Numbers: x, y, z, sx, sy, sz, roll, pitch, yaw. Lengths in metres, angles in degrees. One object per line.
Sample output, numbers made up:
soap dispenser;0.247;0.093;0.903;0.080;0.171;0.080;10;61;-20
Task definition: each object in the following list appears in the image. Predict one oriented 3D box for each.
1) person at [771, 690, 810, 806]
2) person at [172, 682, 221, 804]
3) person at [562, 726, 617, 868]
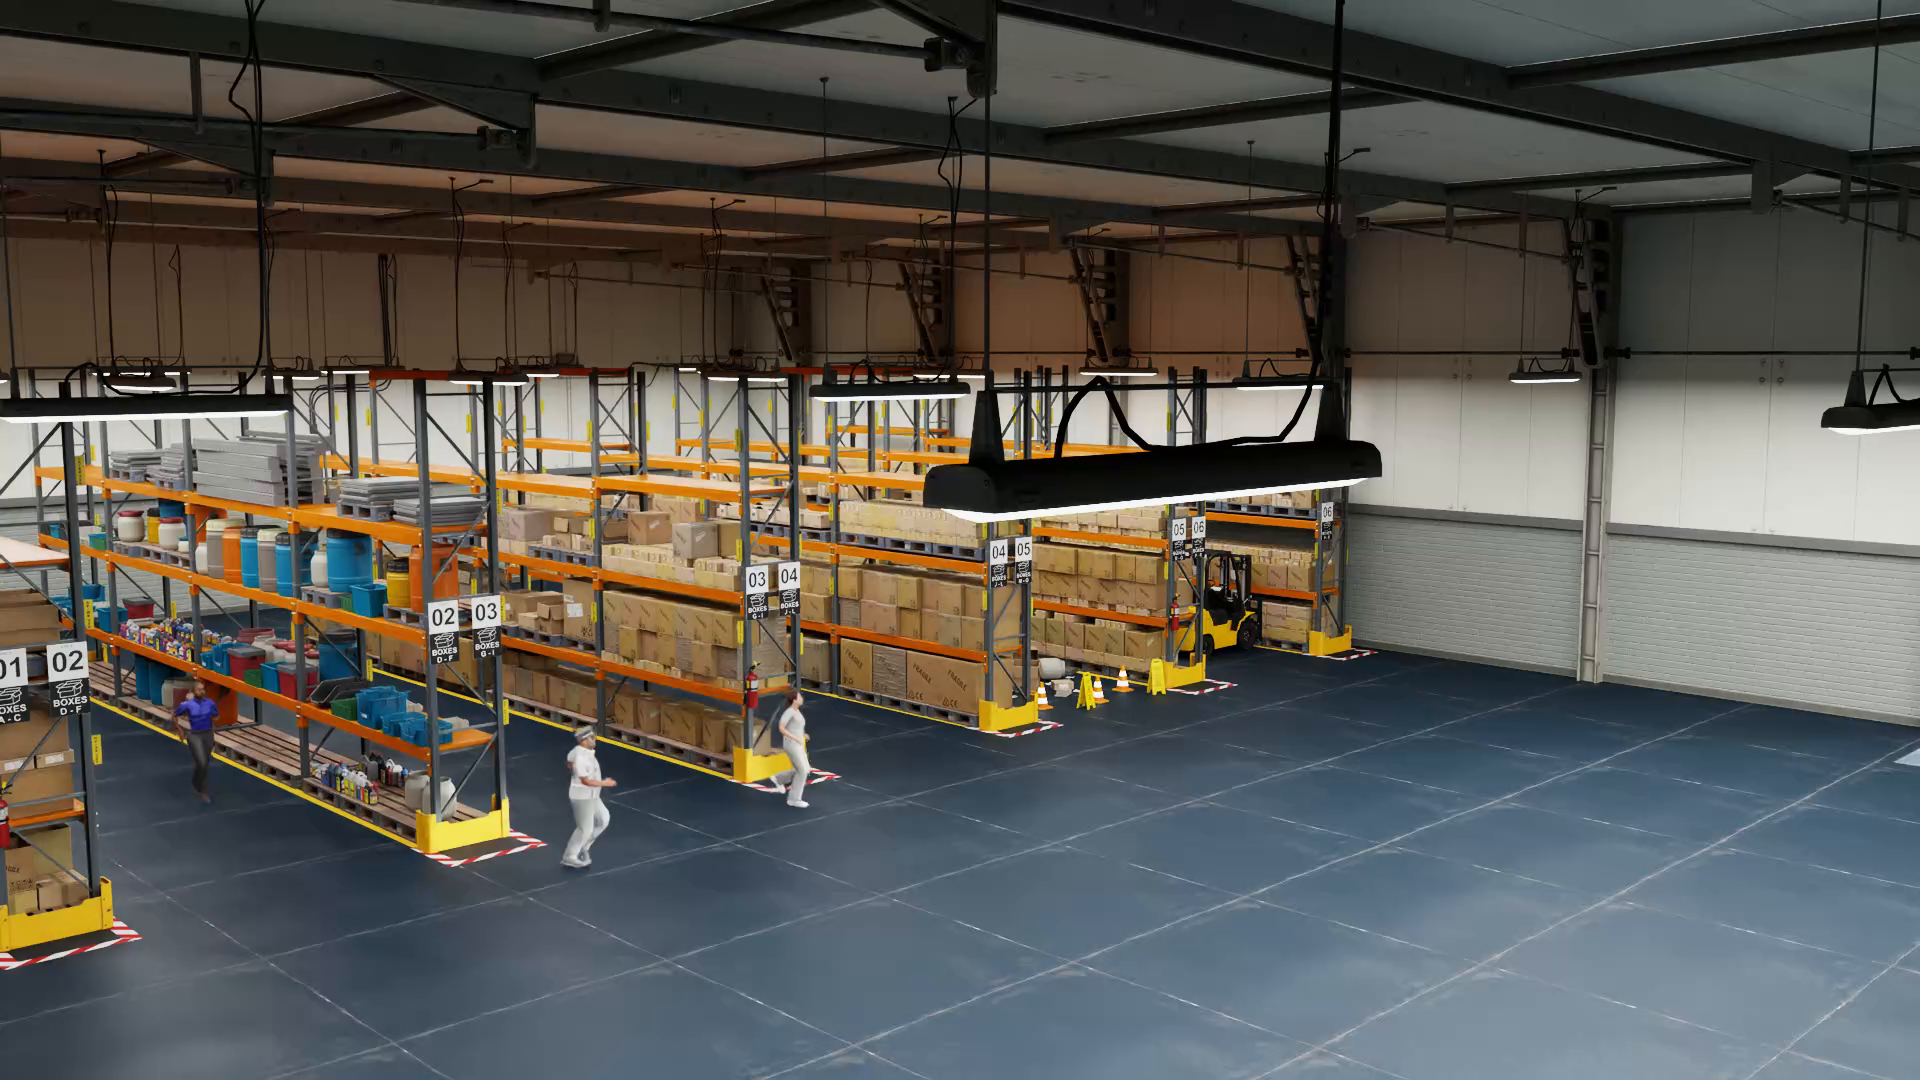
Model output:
person;-2.384;2.909;23.476;0.624;1.606;0.579;2;7;14
person;-10.776;2.864;23.569;0.768;1.707;0.545;5;8;36
person;-4.567;3.163;20.493;0.683;1.802;0.688;-1;7;-9
